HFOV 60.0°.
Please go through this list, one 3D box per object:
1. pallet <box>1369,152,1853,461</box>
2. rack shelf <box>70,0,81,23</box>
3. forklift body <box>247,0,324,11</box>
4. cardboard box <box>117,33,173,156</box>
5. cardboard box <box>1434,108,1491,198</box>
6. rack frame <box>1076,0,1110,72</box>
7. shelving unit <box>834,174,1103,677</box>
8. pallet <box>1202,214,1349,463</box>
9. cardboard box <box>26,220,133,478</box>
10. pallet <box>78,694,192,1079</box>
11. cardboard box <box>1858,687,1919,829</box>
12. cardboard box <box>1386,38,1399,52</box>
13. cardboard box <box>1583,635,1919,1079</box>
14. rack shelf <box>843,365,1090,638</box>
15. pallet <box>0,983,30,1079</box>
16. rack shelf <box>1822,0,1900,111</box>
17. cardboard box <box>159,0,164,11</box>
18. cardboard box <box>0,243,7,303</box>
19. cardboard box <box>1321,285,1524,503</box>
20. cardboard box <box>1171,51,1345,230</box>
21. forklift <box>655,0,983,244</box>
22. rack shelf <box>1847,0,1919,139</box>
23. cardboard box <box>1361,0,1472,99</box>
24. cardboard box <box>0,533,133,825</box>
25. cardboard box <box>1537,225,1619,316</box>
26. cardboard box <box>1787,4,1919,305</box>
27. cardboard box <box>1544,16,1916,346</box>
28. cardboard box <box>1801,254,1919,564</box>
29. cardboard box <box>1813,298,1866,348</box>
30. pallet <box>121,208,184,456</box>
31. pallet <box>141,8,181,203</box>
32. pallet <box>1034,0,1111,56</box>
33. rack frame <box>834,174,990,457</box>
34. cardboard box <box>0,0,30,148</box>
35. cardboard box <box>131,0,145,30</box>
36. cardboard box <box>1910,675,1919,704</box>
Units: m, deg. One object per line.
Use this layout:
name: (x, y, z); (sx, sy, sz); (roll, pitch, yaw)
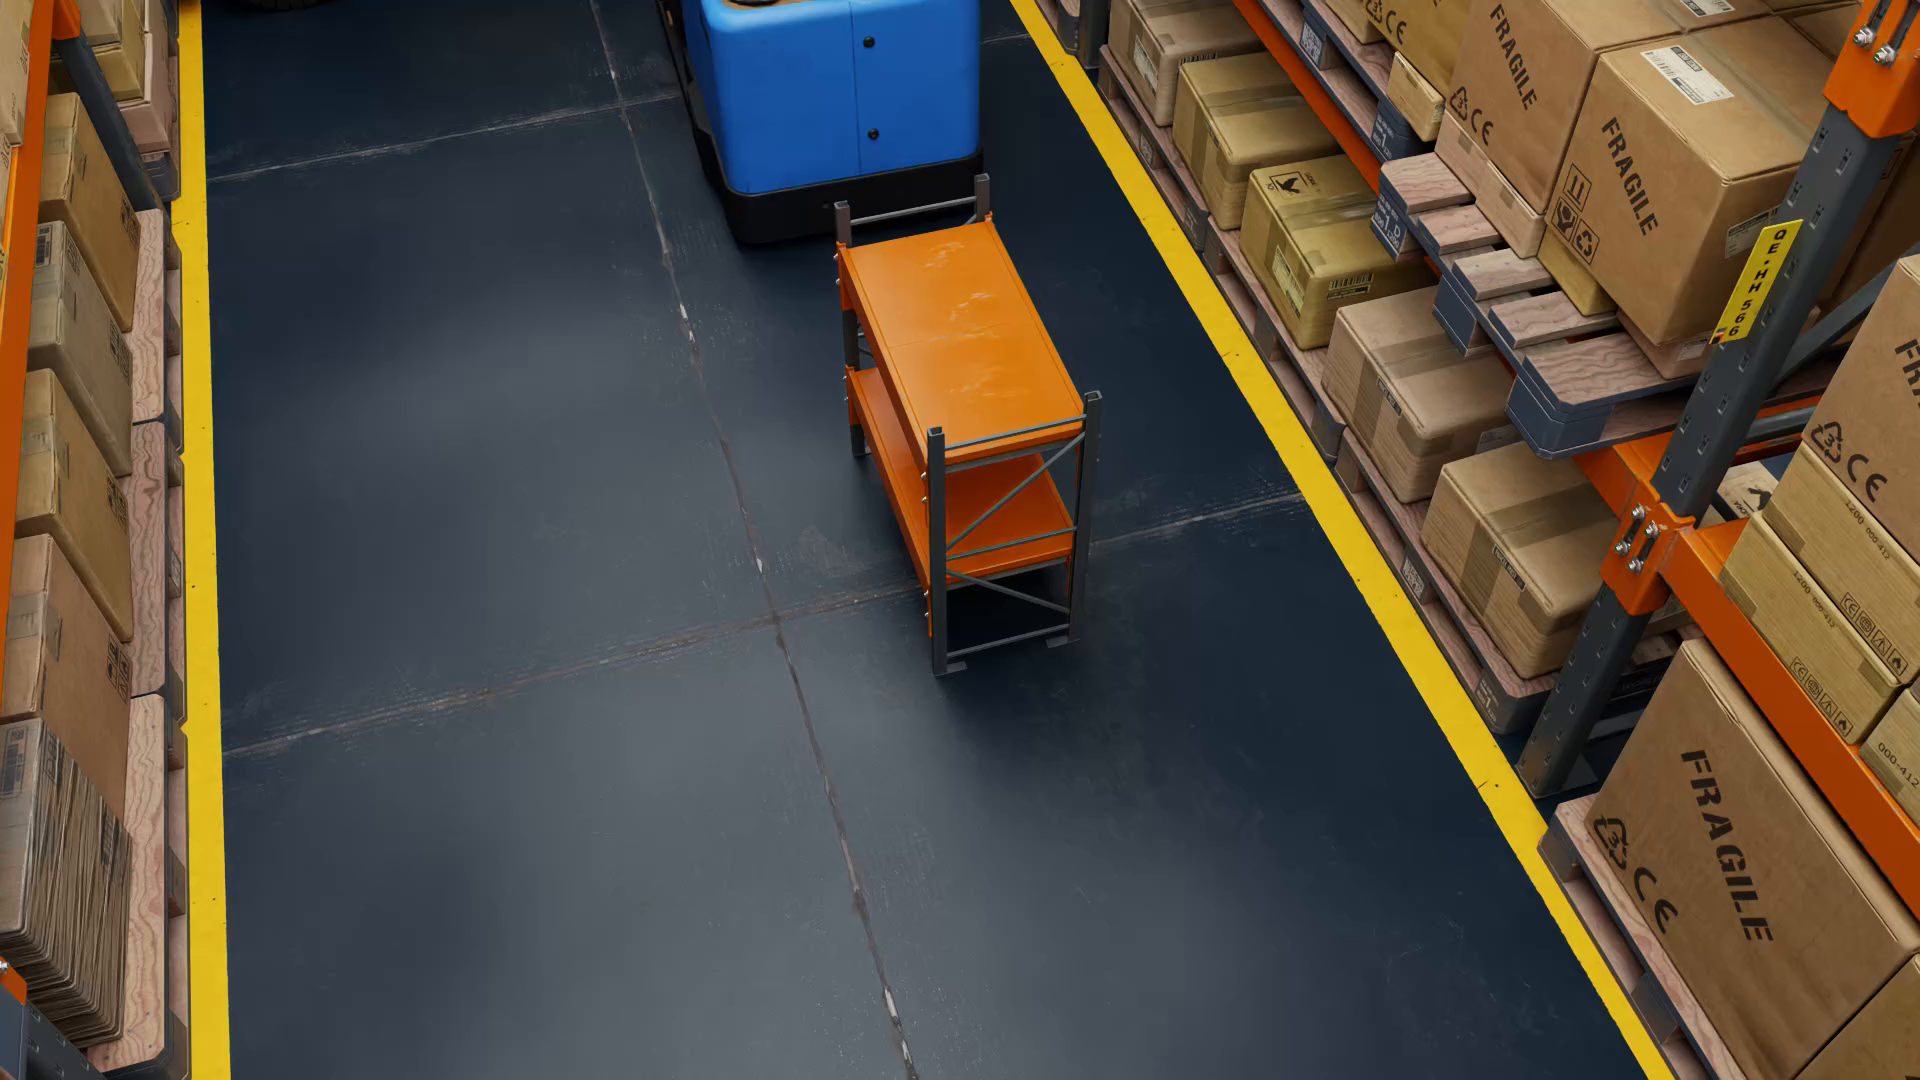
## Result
pallet: (1.898, -0.762, 4.556); (1.213, 0.211, 1.003); (-13, 51, -11)
rack shelf: (-4.304, -3.352, 7.085); (1.077, 0.370, 4.000); (-13, 51, -11)
forklift body: (-2.592, -3.799, 7.546); (2.313, 2.155, 1.214); (-13, 51, -11)
cardboard box: (-3.539, -1.801, 6.830); (0.500, 0.250, 0.500); (-13, 51, -11)
cardboard box: (1.557, -1.107, 4.611); (0.380, 0.149, 0.250); (-16, 52, -13)
rack frame: (1.028, -3.249, 6.527); (1.000, 3.000, 0.127); (-13, 51, -11)
shelving unit: (0.002, -0.358, 5.316); (0.538, 1.125, 1.048); (-13, 51, -11)
pallet: (1.624, -0.889, 6.361); (1.003, 0.211, 1.213); (-13, 51, -11)
cardboard box: (-3.325, -0.546, 5.527); (0.875, 0.625, 0.625); (-14, 51, -11)
pallet: (-2.736, 1.087, 4.696); (1.003, 0.211, 1.213); (-13, 51, -11)
cardboard box: (2.284, 0.507, 3.459); (0.500, 0.250, 0.500); (-15, 51, -12)
cardboard box: (1.508, -1.517, 4.956); (0.380, 0.149, 0.250); (-13, 51, -11)
cardboard box: (2.336, 0.746, 4.275); (0.875, 0.875, 0.875); (-14, 51, -11)
rack shelf: (0.002, -0.200, 5.503); (0.538, 0.278, 1.000); (-13, 51, -11)
pallet: (-2.262, 1.339, 2.785); (1.213, 0.211, 1.003); (-13, 51, -11)
rack shelf: (1.619, -2.523, 4.423); (1.077, 0.370, 4.000); (-13, 51, -11)
cardboard box: (-3.871, -2.540, 7.453); (0.500, 0.250, 0.500); (-13, 51, -10)
cardboard box: (-2.882, -0.655, 4.439); (0.500, 0.250, 0.500); (-12, 51, -10)
cardboard box: (1.827, -0.567, 5.711); (0.950, 0.372, 0.625); (-14, 51, -12)
cardboard box: (1.401, -1.630, 6.606); (0.950, 0.372, 0.625); (-10, 51, -9)
forklift: (-0.795, -3.286, 6.603); (1.130, 2.935, 3.031); (-12, 51, -10)
rack shelf: (2.802, 0.399, 1.961); (1.077, 0.370, 4.000); (-13, 51, -11)
cardboard box: (1.497, -1.603, 4.605); (0.500, 0.500, 0.500); (-16, 52, -13)
cardboard box: (-2.902, 0.494, 4.650); (0.875, 0.625, 0.625); (-12, 51, -10)
cardboard box: (1.741, -0.747, 4.308); (0.380, 0.149, 0.250); (-13, 51, -10)
cardboard box: (2.299, -0.972, 4.073); (0.500, 0.500, 0.500); (-15, 51, -12)
cardboard box: (1.811, -0.860, 3.978); (0.500, 0.500, 0.500); (-15, 51, -12)
cardboard box: (2.123, -0.266, 3.293); (0.500, 0.500, 0.500); (-15, 51, -12)
cardboard box: (2.292, -0.661, 4.235); (0.380, 0.149, 0.250); (-16, 52, -13)
pallet: (-3.457, -0.695, 6.198); (1.003, 0.211, 1.213); (-13, 51, -11)
pallet: (-3.908, -1.815, 7.142); (1.003, 0.211, 1.213); (-13, 51, -11)
pallet: (0.796, -2.832, 8.000); (1.003, 0.211, 1.213); (-13, 51, -11)
rack frame: (-0.148, -0.729, 5.629); (0.500, 1.125, 0.032); (-13, 51, -11)
cardboard box: (-3.160, -1.400, 5.067); (0.500, 0.250, 0.500); (-14, 51, -11)
cardboard box: (-3.712, -2.324, 6.944); (0.500, 0.250, 0.500); (-14, 51, -11)
cardboard box: (2.277, 0.364, 3.253); (0.500, 0.250, 0.500); (-12, 51, -10)
